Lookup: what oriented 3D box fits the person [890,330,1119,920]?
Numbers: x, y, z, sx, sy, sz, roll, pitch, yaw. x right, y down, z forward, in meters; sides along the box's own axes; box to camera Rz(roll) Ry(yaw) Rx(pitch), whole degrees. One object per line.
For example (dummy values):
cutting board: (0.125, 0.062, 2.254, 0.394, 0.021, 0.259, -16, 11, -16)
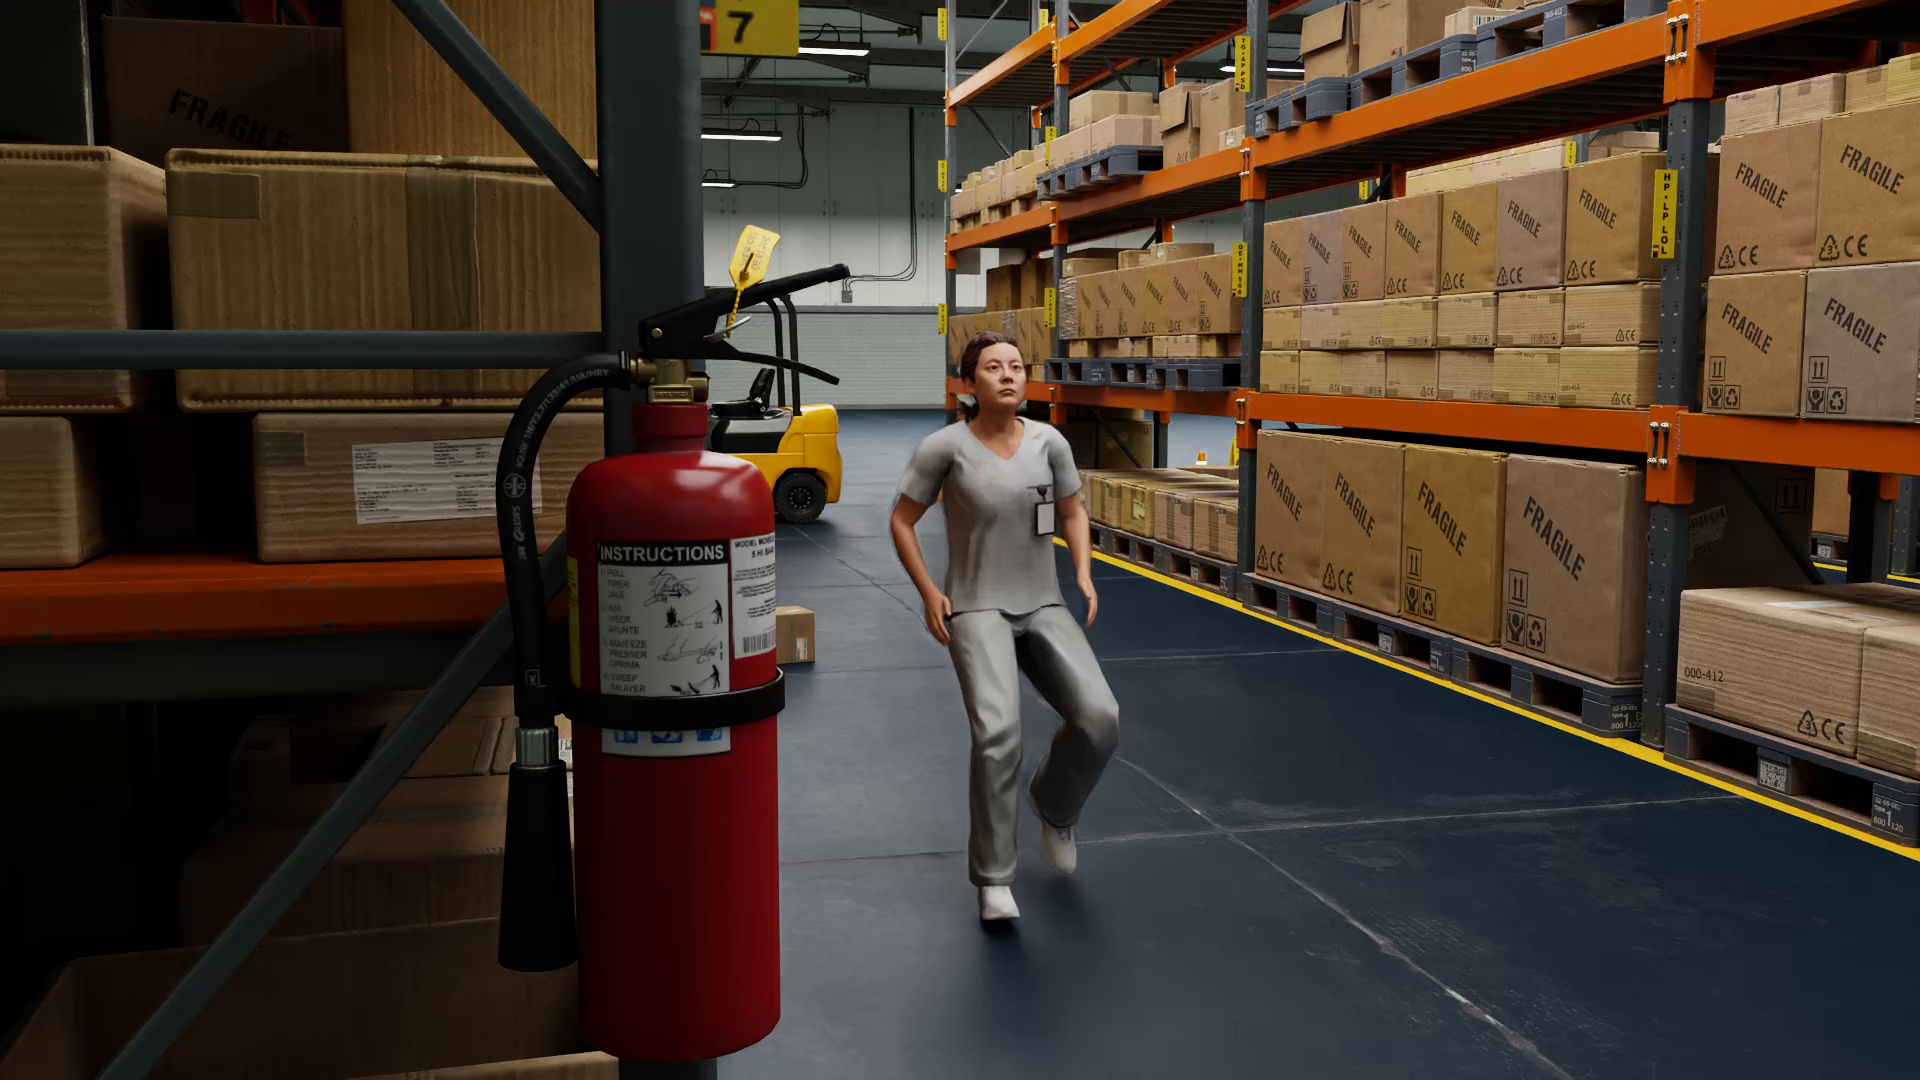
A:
person: (0.167, 0.206, 4.593, 0.585, 1.562, 0.625, -2, 7, -21)
